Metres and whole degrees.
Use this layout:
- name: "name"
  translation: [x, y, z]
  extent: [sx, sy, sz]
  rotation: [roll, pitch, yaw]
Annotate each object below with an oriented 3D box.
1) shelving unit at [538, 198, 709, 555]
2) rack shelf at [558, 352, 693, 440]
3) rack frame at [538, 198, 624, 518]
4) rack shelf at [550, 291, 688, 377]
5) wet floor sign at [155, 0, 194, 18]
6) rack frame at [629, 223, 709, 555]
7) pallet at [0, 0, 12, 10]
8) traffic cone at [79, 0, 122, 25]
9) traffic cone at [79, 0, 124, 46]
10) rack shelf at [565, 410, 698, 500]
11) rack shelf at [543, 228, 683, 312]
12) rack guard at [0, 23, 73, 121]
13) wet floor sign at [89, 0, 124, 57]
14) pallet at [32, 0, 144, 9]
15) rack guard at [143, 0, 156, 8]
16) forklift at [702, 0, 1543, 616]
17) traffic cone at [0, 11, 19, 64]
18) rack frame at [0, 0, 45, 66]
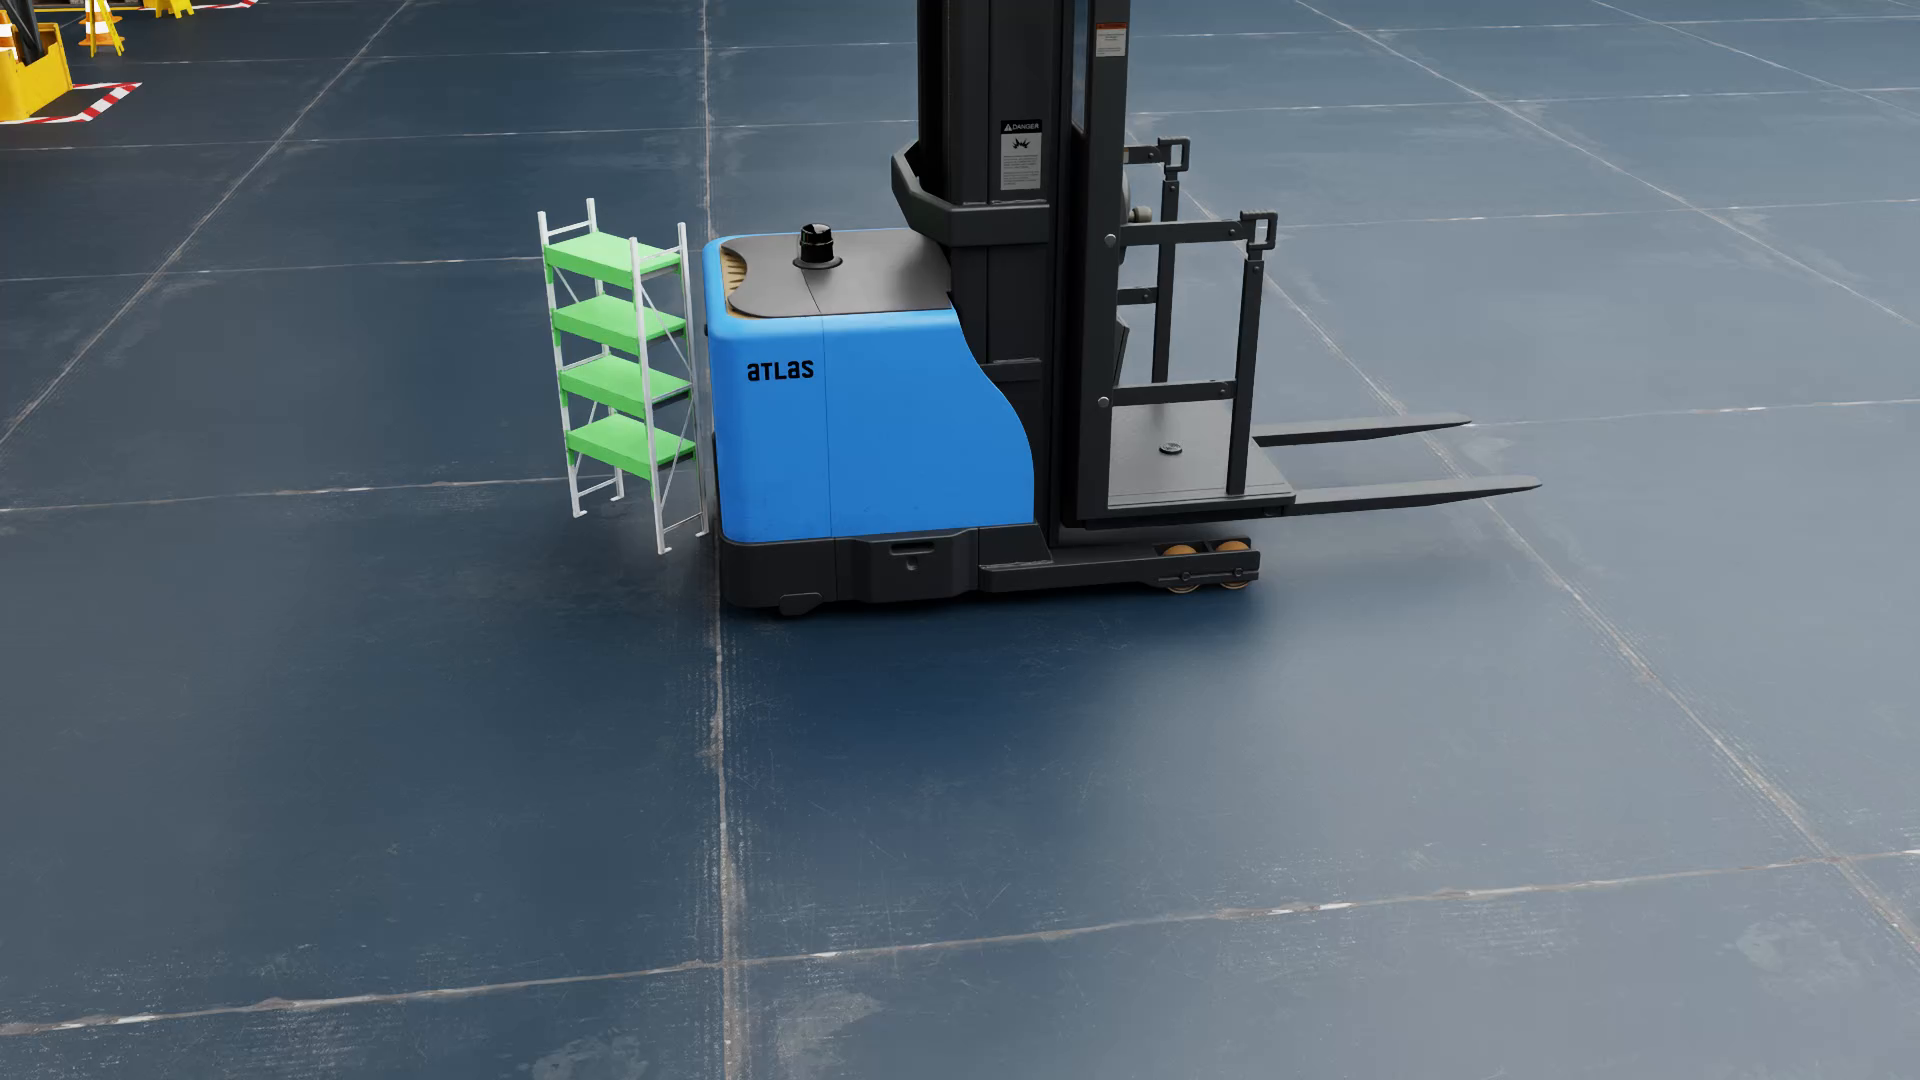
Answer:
- name: "shelving unit"
  translation: [-1.222, -0.593, 6.092]
  extent: [0.503, 1.200, 0.258]
  rotation: [21, 34, 34]
- name: "rack shelf"
  translation: [-1.222, -0.537, 6.122]
  extent: [0.480, 0.148, 0.258]
  rotation: [21, 34, 34]
- name: "rack frame"
  translation: [-1.411, -0.664, 6.230]
  extent: [0.015, 1.200, 0.240]
  rotation: [21, 34, 34]
- name: "rack shelf"
  translation: [-1.222, -0.750, 6.012]
  extent: [0.480, 0.148, 0.258]
  rotation: [21, 34, 34]
- name: "wet floor sign"
  translation: [-7.651, -5.398, 16.064]
  extent: [0.232, 0.644, 0.267]
  rotation: [6, 28, 11]
- name: "rack frame"
  translation: [-1.034, -0.523, 5.955]
  extent: [0.015, 1.200, 0.240]
  rotation: [21, 34, 34]
- name: "pallet"
  translation: [-10.079, -5.560, 16.855]
  extent: [1.213, 0.211, 1.003]
  rotation: [-4, 27, -7]
- name: "traffic cone"
  translation: [-8.235, -5.178, 15.835]
  extent: [0.334, 0.463, 0.336]
  rotation: [-4, 27, -7]
- name: "traffic cone"
  translation: [-7.743, -4.698, 14.899]
  extent: [0.334, 0.463, 0.336]
  rotation: [-4, 27, -7]
- name: "rack shelf"
  translation: [-1.222, -0.323, 6.231]
  extent: [0.480, 0.148, 0.258]
  rotation: [21, 34, 34]
- name: "rack shelf"
  translation: [-1.222, -0.964, 5.902]
  extent: [0.480, 0.148, 0.258]
  rotation: [21, 34, 34]
- name: "rack guard"
  translation: [-7.175, -3.575, 12.670]
  extent: [0.348, 0.500, 1.175]
  rotation: [-4, 27, -7]
- name: "wet floor sign"
  translation: [-7.446, -4.535, 14.382]
  extent: [0.232, 0.644, 0.267]
  rotation: [-8, 28, -16]
- name: "pallet"
  translation: [-8.873, -5.636, 17.003]
  extent: [1.213, 0.211, 1.003]
  rotation: [-4, 27, -7]
- name: "rack guard"
  translation: [-8.064, -5.800, 17.007]
  extent: [0.348, 0.500, 1.175]
  rotation: [-4, 27, -7]
- name: "forklift"
  translation: [0.615, -1.350, 5.671]
  extent: [3.031, 2.935, 1.130]
  rotation: [-4, 27, -8]
- name: "traffic cone"
  translation: [-7.922, -4.165, 13.861]
  extent: [0.334, 0.463, 0.336]
  rotation: [-4, 27, -7]
- name: "rack frame"
  translation: [-7.199, -4.686, 12.097]
  extent: [0.127, 3.000, 1.000]
  rotation: [-4, 27, -7]
